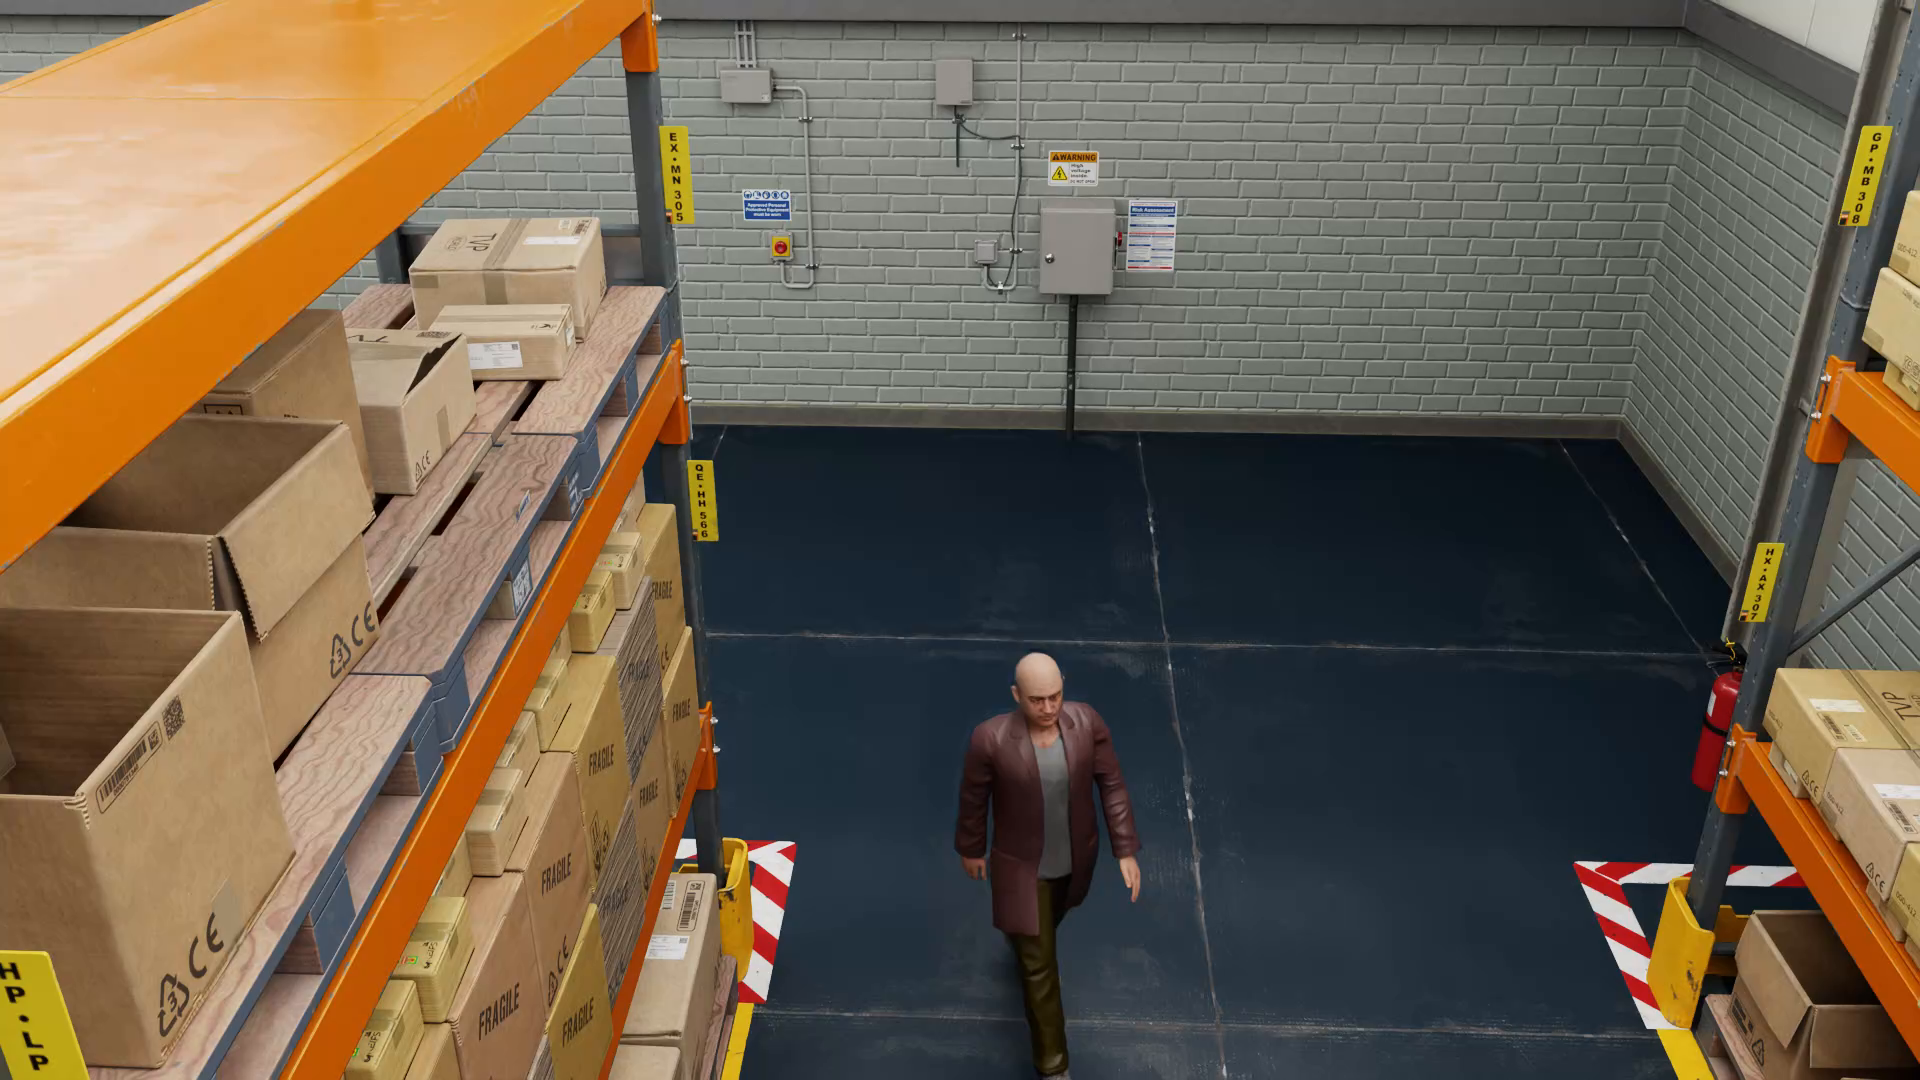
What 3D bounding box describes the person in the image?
[{"bbox_3d":[0.345,1.211,6.312,0.643,1.733,1.083,-9,29,-17],"label":"person"}]
